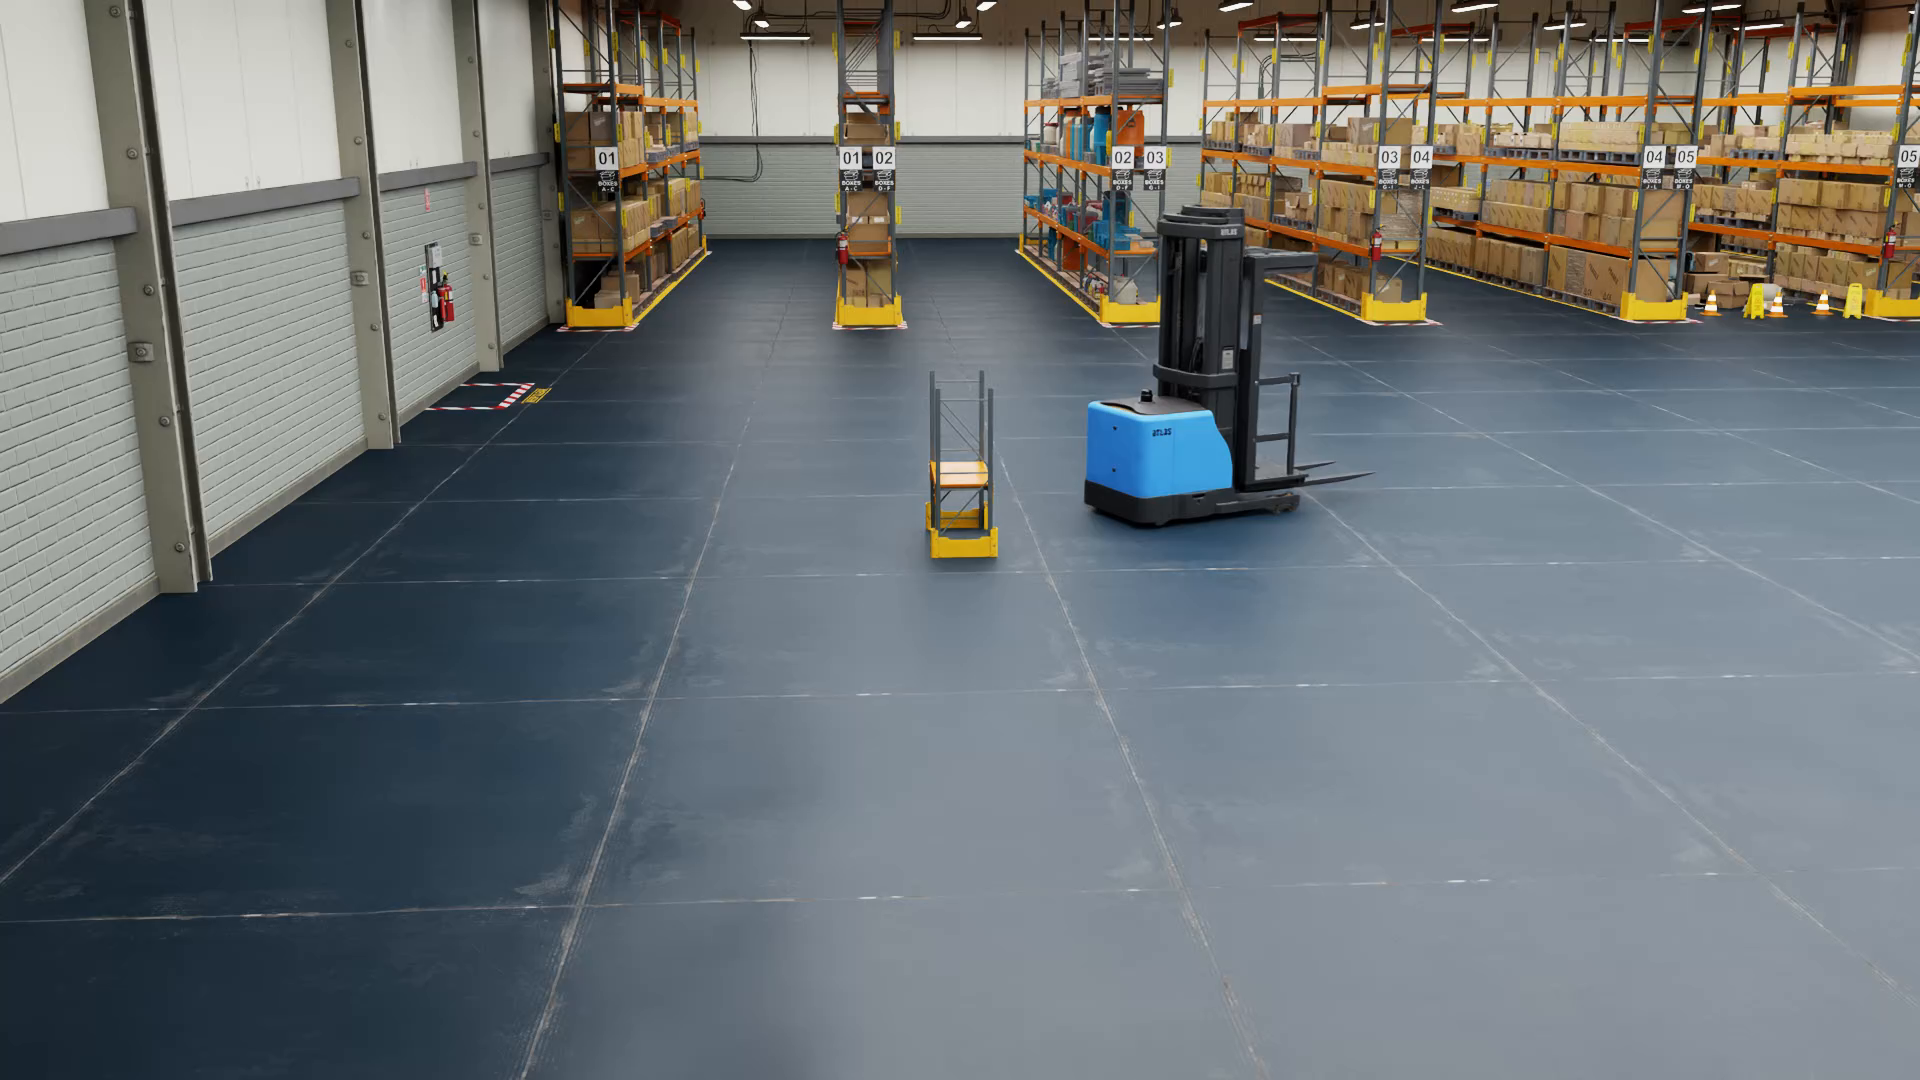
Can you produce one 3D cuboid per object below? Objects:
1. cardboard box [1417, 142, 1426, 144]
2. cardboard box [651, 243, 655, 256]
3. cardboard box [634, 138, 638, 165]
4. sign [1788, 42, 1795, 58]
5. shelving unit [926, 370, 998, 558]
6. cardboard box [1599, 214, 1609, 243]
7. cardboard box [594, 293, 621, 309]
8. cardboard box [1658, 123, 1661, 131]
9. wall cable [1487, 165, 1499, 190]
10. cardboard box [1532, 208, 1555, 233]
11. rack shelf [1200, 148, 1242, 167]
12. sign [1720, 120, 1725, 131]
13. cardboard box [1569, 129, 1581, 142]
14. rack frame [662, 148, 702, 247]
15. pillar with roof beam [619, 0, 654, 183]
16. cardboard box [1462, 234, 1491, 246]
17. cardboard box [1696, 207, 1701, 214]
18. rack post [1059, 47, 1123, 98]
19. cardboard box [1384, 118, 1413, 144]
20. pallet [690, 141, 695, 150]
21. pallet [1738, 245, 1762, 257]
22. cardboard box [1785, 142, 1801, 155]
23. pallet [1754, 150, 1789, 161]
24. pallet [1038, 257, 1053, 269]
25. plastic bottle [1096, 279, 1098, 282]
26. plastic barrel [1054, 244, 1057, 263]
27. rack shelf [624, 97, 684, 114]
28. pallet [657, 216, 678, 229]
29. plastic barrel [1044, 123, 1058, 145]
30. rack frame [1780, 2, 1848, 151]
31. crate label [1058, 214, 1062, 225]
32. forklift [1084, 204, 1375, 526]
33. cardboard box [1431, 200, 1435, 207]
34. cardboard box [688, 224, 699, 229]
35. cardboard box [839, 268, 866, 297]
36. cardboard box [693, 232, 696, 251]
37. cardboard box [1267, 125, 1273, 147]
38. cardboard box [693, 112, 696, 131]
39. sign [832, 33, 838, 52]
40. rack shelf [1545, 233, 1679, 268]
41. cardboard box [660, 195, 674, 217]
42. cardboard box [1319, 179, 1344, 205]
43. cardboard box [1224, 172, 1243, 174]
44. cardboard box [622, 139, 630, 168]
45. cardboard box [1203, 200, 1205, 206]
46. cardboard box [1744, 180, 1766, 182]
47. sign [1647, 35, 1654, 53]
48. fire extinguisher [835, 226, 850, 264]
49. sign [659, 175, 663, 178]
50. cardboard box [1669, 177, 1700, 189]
[{"bbox_3d":[12.120,-10.151,42.964,0.500,0.250,0.500,-1,14,-2],"label":"cardboard box"},{"bbox_3d":[-7.051,-6.422,36.818,0.500,0.250,0.500,-1,14,-2],"label":"cardboard box"},{"bbox_3d":[-6.504,-7.508,32.151,0.500,0.500,0.500,-1,15,-6],"label":"cardboard box"},{"bbox_3d":[17.296,-10.189,34.600,0.100,0.325,0.005,-1,14,-3],"label":"sign"},{"bbox_3d":[0.005,-0.707,14.989,0.587,1.500,1.083,-1,14,-3],"label":"shelving unit"},{"bbox_3d":[13.130,-6.110,32.678,0.875,0.550,0.550,-1,14,-3],"label":"cardboard box"},{"bbox_3d":[-6.578,-4.472,31.124,0.500,0.311,0.500,-3,15,-10],"label":"cardboard box"},{"bbox_3d":[13.429,-7.851,31.586,0.380,0.149,0.250,-1,14,-4],"label":"cardboard box"},{"bbox_3d":[16.733,-11.658,52.440,0.585,1.953,0.123,-1,14,-3],"label":"wall cable"},{"bbox_3d":[12.616,-6.837,35.604,0.500,0.500,0.500,-1,14,-4],"label":"cardboard box"},{"bbox_3d":[7.339,-10.203,44.310,1.077,0.370,4.000,-1,14,-3],"label":"rack shelf"},{"bbox_3d":[21.518,-11.694,46.908,0.100,0.325,0.005,-1,14,-3],"label":"sign"},{"bbox_3d":[12.699,-8.188,33.694,0.500,0.250,0.500,-1,14,-4],"label":"cardboard box"},{"bbox_3d":[-7.616,-9.367,45.636,1.000,3.000,0.127,-1,14,-3],"label":"rack frame"},{"bbox_3d":[-3.979,-11.505,41.905,9.100,9.000,0.548,-1,14,-3],"label":"pillar with roof beam"},{"bbox_3d":[12.363,-7.180,39.805,0.500,0.250,0.500,-1,14,-5],"label":"cardboard box"},{"bbox_3d":[17.420,-7.687,38.767,0.380,0.149,0.250,-2,15,-7],"label":"cardboard box"},{"bbox_3d":[2.807,-10.026,35.757,1.013,1.000,3.121,-1,14,-3],"label":"rack post"},{"bbox_3d":[8.384,-7.878,32.027,0.500,0.500,0.500,-1,14,-4],"label":"cardboard box"},{"bbox_3d":[-7.481,-10.288,43.374,1.003,0.211,1.213,-1,14,-3],"label":"pallet"},{"bbox_3d":[22.188,-7.956,45.750,1.003,0.211,1.213,-1,14,-3],"label":"pallet"},{"bbox_3d":[17.604,-8.175,34.689,0.500,0.250,0.500,-1,14,-5],"label":"cardboard box"},{"bbox_3d":[17.918,-8.282,35.775,1.213,0.211,1.003,-1,14,-3],"label":"pallet"},{"bbox_3d":[2.526,-6.982,41.963,1.003,0.211,1.213,-1,14,-3],"label":"pallet"},{"bbox_3d":[2.780,-5.186,33.978,0.097,0.271,0.097,0,14,0],"label":"plastic bottle"},{"bbox_3d":[2.526,-7.070,40.859,0.421,0.512,0.421,0,14,0],"label":"plastic barrel"},{"bbox_3d":[-7.245,-10.238,39.228,1.077,0.370,4.000,-1,14,-3],"label":"rack shelf"},{"bbox_3d":[-6.970,-7.109,37.244,1.213,0.211,1.003,-1,14,-3],"label":"pallet"},{"bbox_3d":[2.302,-10.112,41.397,0.433,0.535,0.433,0,14,0],"label":"plastic barrel"},{"bbox_3d":[17.850,-9.670,34.775,1.000,3.000,0.127,-1,14,-3],"label":"rack frame"},{"bbox_3d":[2.419,-7.339,38.088,0.303,0.233,0.416,-1,14,-3],"label":"crate label"},{"bbox_3d":[2.770,-1.792,16.332,3.031,2.935,1.130,-8,16,-27],"label":"forklift"},{"bbox_3d":[12.034,-8.436,41.679,0.380,0.149,0.250,-1,14,-3],"label":"cardboard box"},{"bbox_3d":[-7.283,-8.472,45.030,0.380,0.149,0.250,-1,14,-4],"label":"cardboard box"},{"bbox_3d":[-2.011,-4.829,31.168,0.500,0.500,0.500,-1,14,-3],"label":"cardboard box"},{"bbox_3d":[-7.410,-7.938,44.254,0.700,0.500,0.500,-1,14,-5],"label":"cardboard box"},{"bbox_3d":[7.601,-9.463,38.941,0.797,0.503,0.637,0,14,0],"label":"cardboard box"},{"bbox_3d":[-7.279,-11.059,43.947,0.500,0.500,0.500,0,14,-2],"label":"cardboard box"},{"bbox_3d":[-2.224,-8.856,29.578,0.100,0.325,0.005,-1,14,-3],"label":"sign"},{"bbox_3d":[13.039,-5.818,33.284,1.077,0.370,4.000,-1,14,-3],"label":"rack shelf"},{"bbox_3d":[-6.895,-7.704,38.336,0.500,0.500,0.500,0,14,-2],"label":"cardboard box"},{"bbox_3d":[7.733,-7.173,34.304,0.500,0.500,0.500,-1,14,-3],"label":"cardboard box"},{"bbox_3d":[7.508,-9.914,45.960,0.500,0.500,0.500,-1,14,-3],"label":"cardboard box"},{"bbox_3d":[-6.394,-7.120,30.641,0.500,0.500,0.500,0,14,0],"label":"cardboard box"},{"bbox_3d":[6.925,-9.317,45.948,0.380,0.149,0.250,-1,14,-4],"label":"cardboard box"},{"bbox_3d":[17.985,-8.067,37.642,0.380,0.149,0.250,-2,15,-6],"label":"cardboard box"},{"bbox_3d":[12.621,-9.060,30.369,0.100,0.325,0.005,-1,14,-3],"label":"sign"},{"bbox_3d":[-2.137,-5.391,30.338,0.296,0.674,0.183,-1,14,-3],"label":"fire extinguisher"},{"bbox_3d":[-8.171,-9.817,45.490,0.100,0.325,0.005,-1,14,-3],"label":"sign"},{"bbox_3d":[17.309,-8.417,39.736,0.500,0.500,0.500,-1,14,-5],"label":"cardboard box"}]
